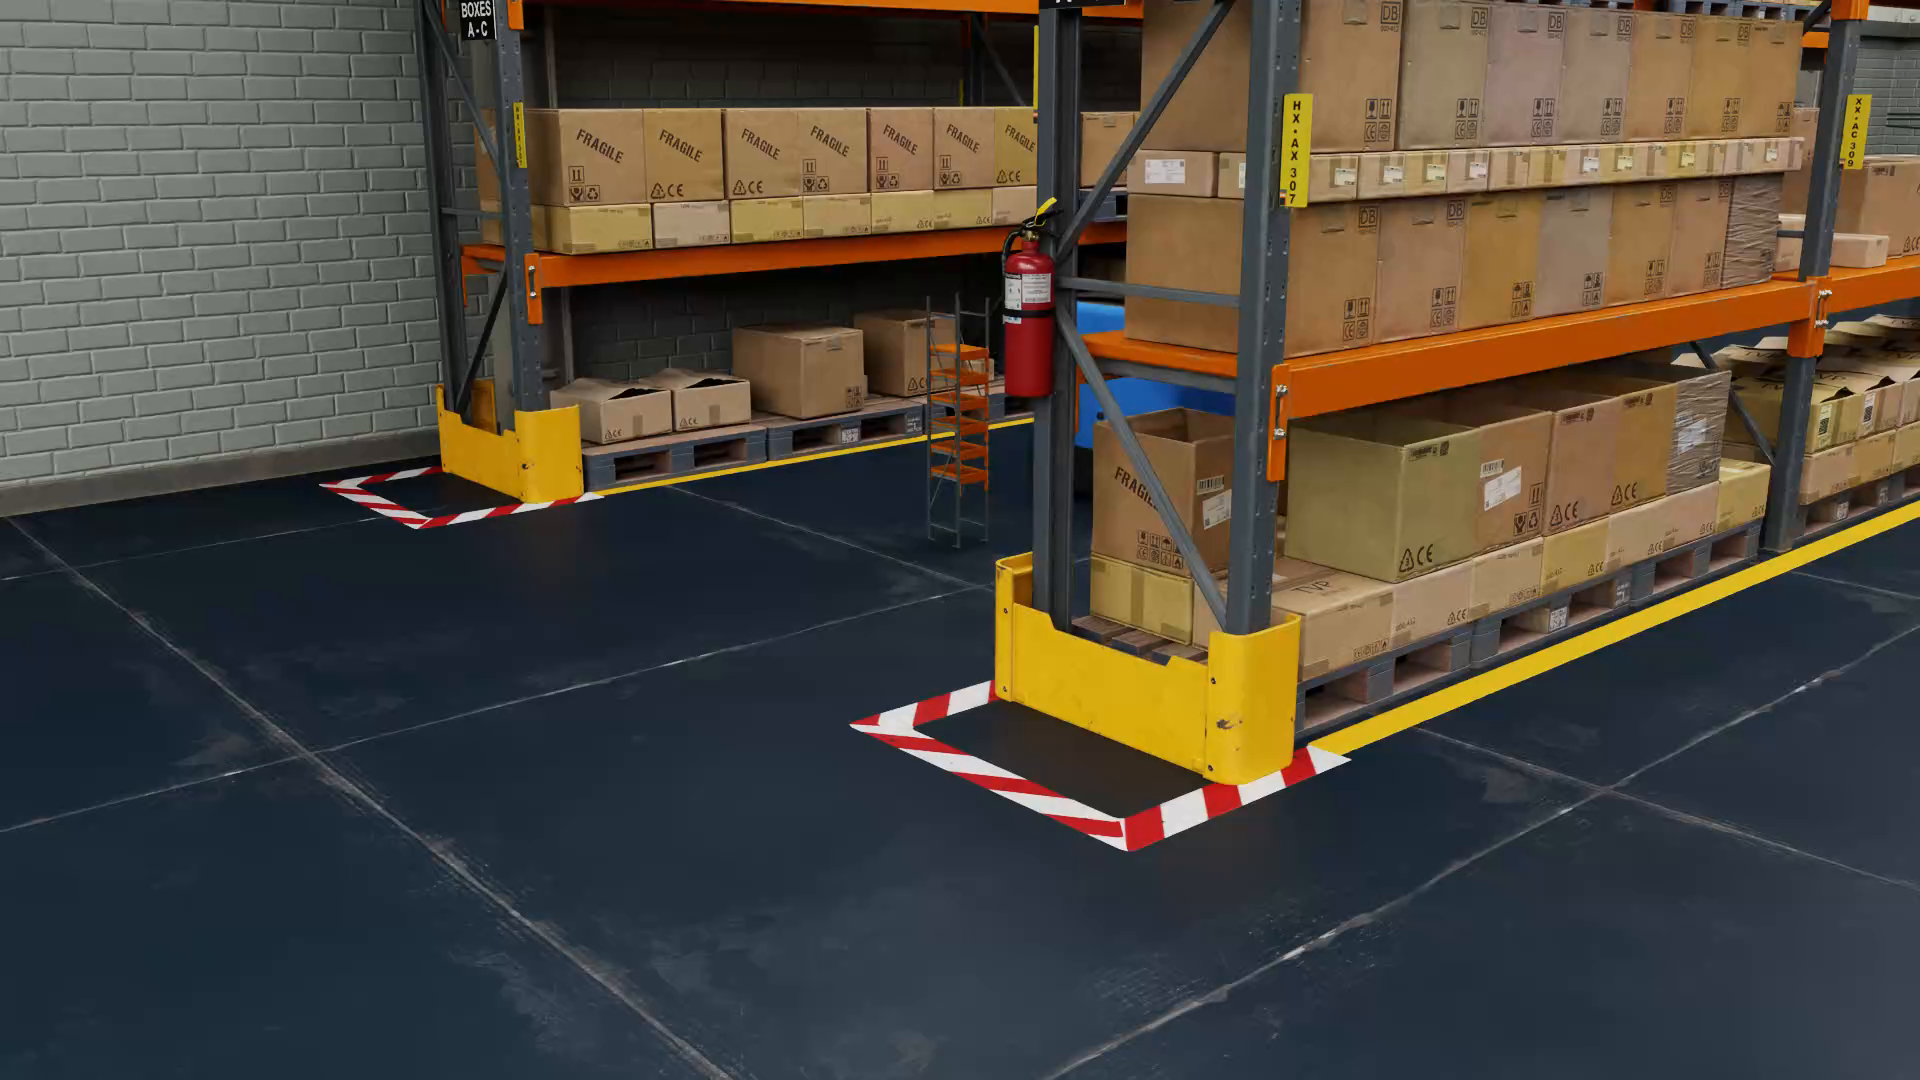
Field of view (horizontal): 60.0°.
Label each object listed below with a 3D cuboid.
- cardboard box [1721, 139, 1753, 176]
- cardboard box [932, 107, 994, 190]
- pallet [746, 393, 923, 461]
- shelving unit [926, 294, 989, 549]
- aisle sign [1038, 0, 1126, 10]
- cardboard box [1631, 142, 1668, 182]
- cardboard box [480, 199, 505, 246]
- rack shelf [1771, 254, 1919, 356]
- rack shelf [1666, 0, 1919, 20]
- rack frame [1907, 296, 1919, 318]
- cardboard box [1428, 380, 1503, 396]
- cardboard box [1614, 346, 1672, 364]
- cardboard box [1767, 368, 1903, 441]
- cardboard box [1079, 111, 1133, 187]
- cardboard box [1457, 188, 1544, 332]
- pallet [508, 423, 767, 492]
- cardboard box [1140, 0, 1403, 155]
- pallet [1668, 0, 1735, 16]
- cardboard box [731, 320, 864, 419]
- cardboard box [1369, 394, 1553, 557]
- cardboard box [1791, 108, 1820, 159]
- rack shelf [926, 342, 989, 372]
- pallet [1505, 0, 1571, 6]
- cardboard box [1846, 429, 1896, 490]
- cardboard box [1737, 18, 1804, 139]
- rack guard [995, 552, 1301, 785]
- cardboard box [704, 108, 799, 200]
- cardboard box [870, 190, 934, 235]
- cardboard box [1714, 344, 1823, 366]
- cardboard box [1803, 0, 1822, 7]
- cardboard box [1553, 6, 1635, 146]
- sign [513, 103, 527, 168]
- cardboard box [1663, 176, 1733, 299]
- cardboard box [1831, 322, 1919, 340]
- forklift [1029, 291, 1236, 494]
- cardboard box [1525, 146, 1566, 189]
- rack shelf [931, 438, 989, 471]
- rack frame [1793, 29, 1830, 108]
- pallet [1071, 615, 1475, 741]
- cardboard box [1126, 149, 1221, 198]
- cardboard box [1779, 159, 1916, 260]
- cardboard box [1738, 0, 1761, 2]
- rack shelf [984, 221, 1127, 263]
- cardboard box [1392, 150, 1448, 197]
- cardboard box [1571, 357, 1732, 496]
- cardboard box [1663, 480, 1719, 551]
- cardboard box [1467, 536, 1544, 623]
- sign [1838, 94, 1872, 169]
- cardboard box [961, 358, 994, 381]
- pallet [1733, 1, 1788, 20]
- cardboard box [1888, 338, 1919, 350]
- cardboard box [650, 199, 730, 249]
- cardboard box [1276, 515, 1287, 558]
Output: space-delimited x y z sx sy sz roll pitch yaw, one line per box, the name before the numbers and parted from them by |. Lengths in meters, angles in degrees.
cardboard box | 3.203 -1.670 7.239 0.250 0.149 0.380 -13 20 -41
cardboard box | -0.130 -2.520 10.670 0.500 0.500 0.500 -13 20 -40
pallet | -1.008 -0.771 10.726 1.213 0.211 1.003 -13 19 -39
shelving unit | -0.011 -0.577 8.086 0.189 1.200 0.258 -13 19 -39
aisle sign | 0.391 -2.107 5.288 0.004 0.787 0.394 -13 19 -39
cardboard box | 2.628 -1.542 6.758 0.250 0.149 0.380 -12 19 -38
cardboard box | -2.396 -1.823 9.513 0.500 0.250 0.500 -12 19 -39
rack shelf | 5.160 -1.474 9.349 4.000 0.370 1.077 -13 19 -39
rack shelf | 5.160 -2.923 8.962 4.000 0.370 1.077 -13 19 -39
rack frame | 6.669 -2.160 10.525 0.127 3.000 1.000 -13 19 -39
cardboard box | 1.966 -0.447 7.173 0.500 0.500 0.500 -13 19 -39
cardboard box | 3.096 -0.702 8.126 0.500 0.500 0.500 -13 19 -39
cardboard box | 4.508 -0.733 8.610 0.500 0.311 0.500 -13 20 -40
cardboard box | 0.803 -2.787 11.824 0.500 0.500 0.700 -13 19 -39
cardboard box | 1.766 -1.103 6.372 0.500 0.500 0.700 -12 19 -39
pallet | -1.928 -0.565 9.956 1.213 0.211 1.003 -13 19 -39
cardboard box | 1.034 -1.566 5.591 0.500 0.500 0.700 -13 19 -39
pallet | 7.056 -5.344 16.805 1.213 0.211 1.003 -13 19 -39
cardboard box | -1.024 -1.084 10.488 0.500 0.500 0.700 -14 21 -43
cardboard box | 1.929 -0.261 6.478 0.500 0.500 0.500 -13 19 -39
cardboard box | 9.071 -4.536 18.837 0.700 0.700 0.980 -12 19 -37
rack shelf | -0.011 -0.882 8.005 0.180 0.103 0.258 -13 19 -39
pallet | 4.707 -4.791 14.928 1.213 0.211 1.003 -12 19 -37
cardboard box | 4.505 -0.463 8.687 0.500 0.250 0.500 -12 19 -38
cardboard box | 3.321 -2.081 7.521 0.500 0.500 0.700 -13 19 -39
rack guard | 0.616 0.407 5.758 0.348 0.500 1.175 -13 19 -39
cardboard box | -1.290 -2.259 9.692 0.500 0.500 0.500 -13 20 -41
cardboard box | -0.512 -2.073 10.451 0.500 0.250 0.500 -13 20 -40
cardboard box | 4.535 -0.926 9.331 0.500 0.311 0.500 -13 20 -40
cardboard box | 9.071 -5.931 18.113 0.500 0.250 0.500 -12 19 -38
cardboard box | 2.185 -1.826 6.566 0.500 0.500 0.700 -13 19 -39
sign | -2.265 -2.081 8.552 0.005 0.325 0.100 -13 19 -39
cardboard box | 2.927 -1.364 7.350 0.500 0.500 0.700 -13 20 -40
cardboard box | 5.690 -1.183 10.295 0.500 0.311 0.500 -13 20 -41
forklift | 1.817 -1.857 9.523 3.031 2.935 1.130 -13 20 -40
cardboard box | 2.041 -1.410 6.264 0.250 0.149 0.380 -13 20 -40
rack shelf | -0.011 -0.418 8.128 0.180 0.103 0.258 -13 19 -39
rack frame | 9.449 -4.479 19.206 0.127 3.000 1.000 -13 19 -39
pallet | 1.183 0.405 6.326 1.213 0.211 1.003 -13 19 -39
cardboard box | 0.797 -1.268 5.735 0.250 0.149 0.380 -13 20 -40
cardboard box | 4.639 -1.747 8.784 0.500 0.500 0.500 -11 18 -35
cardboard box | 7.902 -5.667 17.124 0.500 0.250 0.500 -13 20 -41
rack shelf | 1.905 -2.438 12.957 4.000 0.370 1.077 -13 19 -39
cardboard box | 1.458 -1.278 5.773 0.250 0.149 0.380 -13 19 -39
cardboard box | 3.060 -0.516 7.430 0.500 0.500 0.500 -13 19 -39
cardboard box | 3.061 -0.153 7.525 0.500 0.250 0.500 -13 19 -39
cardboard box | 1.937 0.103 6.566 0.500 0.250 0.500 -13 19 -39
sign | 4.017 -1.831 7.462 0.005 0.325 0.100 -13 19 -39
cardboard box | 0.013 -1.194 11.543 0.380 0.166 0.250 13 20 40
pallet | 7.976 -5.550 17.575 1.213 0.211 1.003 -13 19 -39
cardboard box | 5.665 -0.995 9.589 0.500 0.311 0.500 -13 20 -40
cardboard box | -1.662 -1.817 9.493 0.500 0.250 0.500 -13 20 -41
cardboard box | 1.214 0.085 6.633 0.500 0.250 0.500 -13 19 -39
